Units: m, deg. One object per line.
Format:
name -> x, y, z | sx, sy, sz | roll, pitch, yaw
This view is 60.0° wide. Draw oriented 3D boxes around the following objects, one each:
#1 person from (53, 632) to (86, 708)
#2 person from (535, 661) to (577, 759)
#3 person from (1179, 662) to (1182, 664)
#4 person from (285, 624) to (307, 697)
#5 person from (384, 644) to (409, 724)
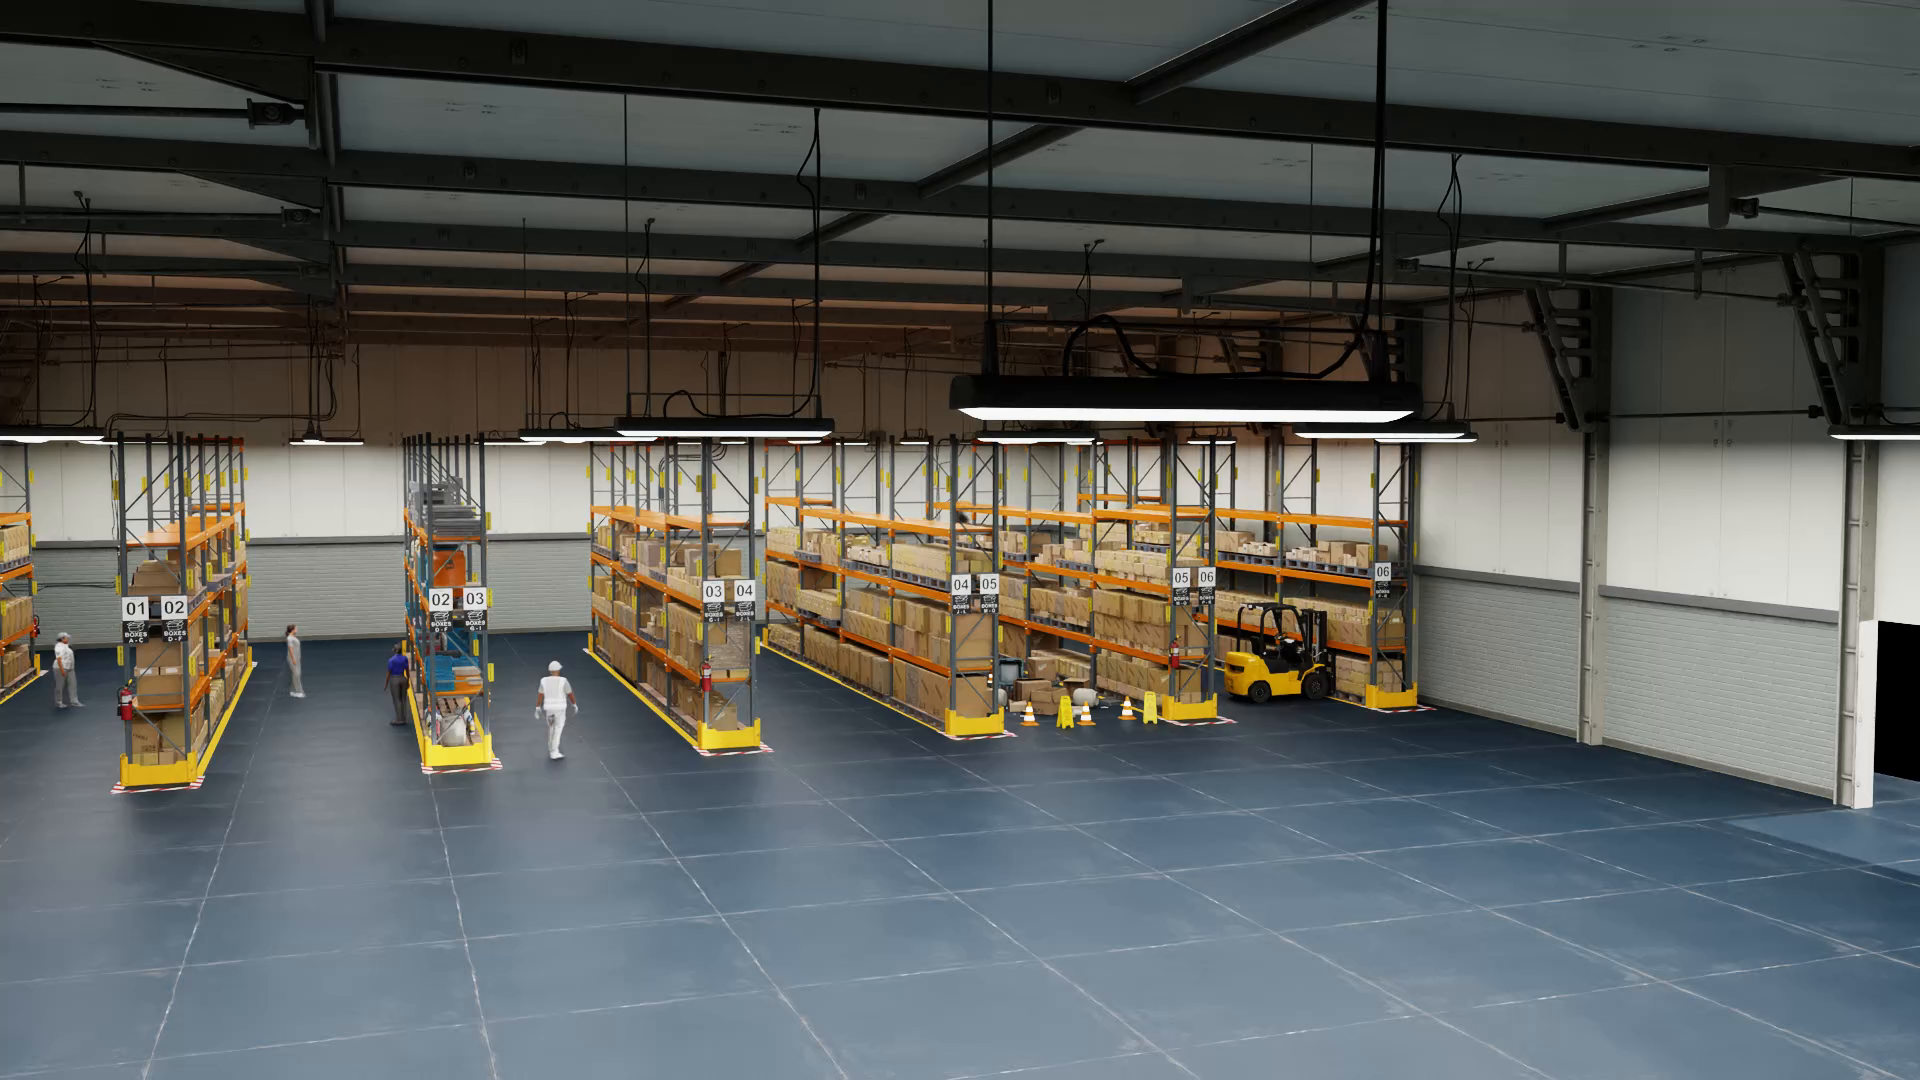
person -> -19.721, 2.873, 36.695 | 0.571, 1.667, 0.508 | 1, 3, 11
person -> -7.458, 3.126, 30.777 | 0.647, 1.785, 0.763 | 1, 3, 14
person -> 5.325, 2.686, 40.740 | 0.640, 1.640, 0.636 | -1, 3, -16
person -> -15.291, 2.783, 38.417 | 0.564, 1.695, 0.451 | 0, 3, 6
person -> -11.650, 2.990, 34.462 | 0.349, 1.683, 0.514 | 2, 4, 36
